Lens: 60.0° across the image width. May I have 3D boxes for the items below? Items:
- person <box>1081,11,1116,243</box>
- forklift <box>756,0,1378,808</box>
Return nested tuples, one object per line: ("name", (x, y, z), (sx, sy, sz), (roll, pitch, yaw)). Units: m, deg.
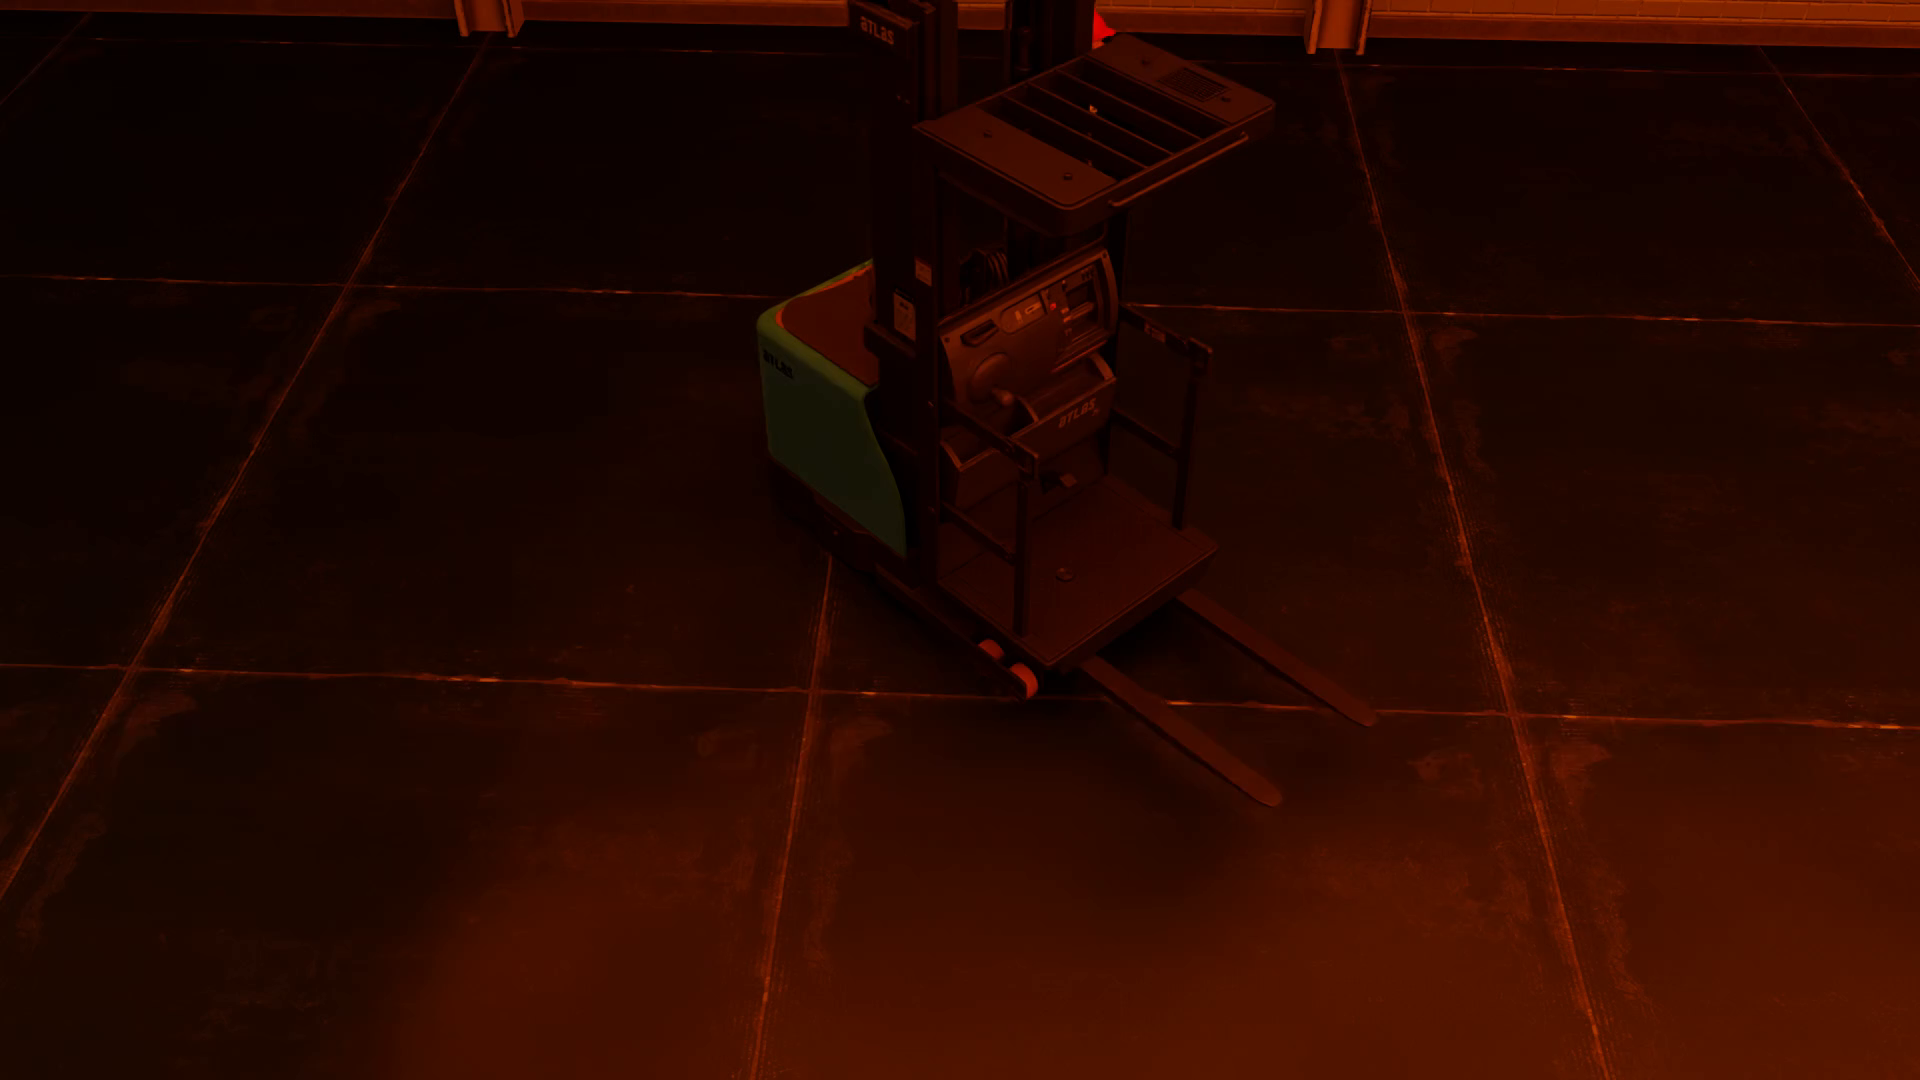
("person", (0.519, -1.918, 8.755), (0.464, 1.749, 0.868), (9, 43, 9))
("forklift", (0.436, -0.782, 6.599), (1.130, 2.935, 3.031), (-32, 51, -30))
